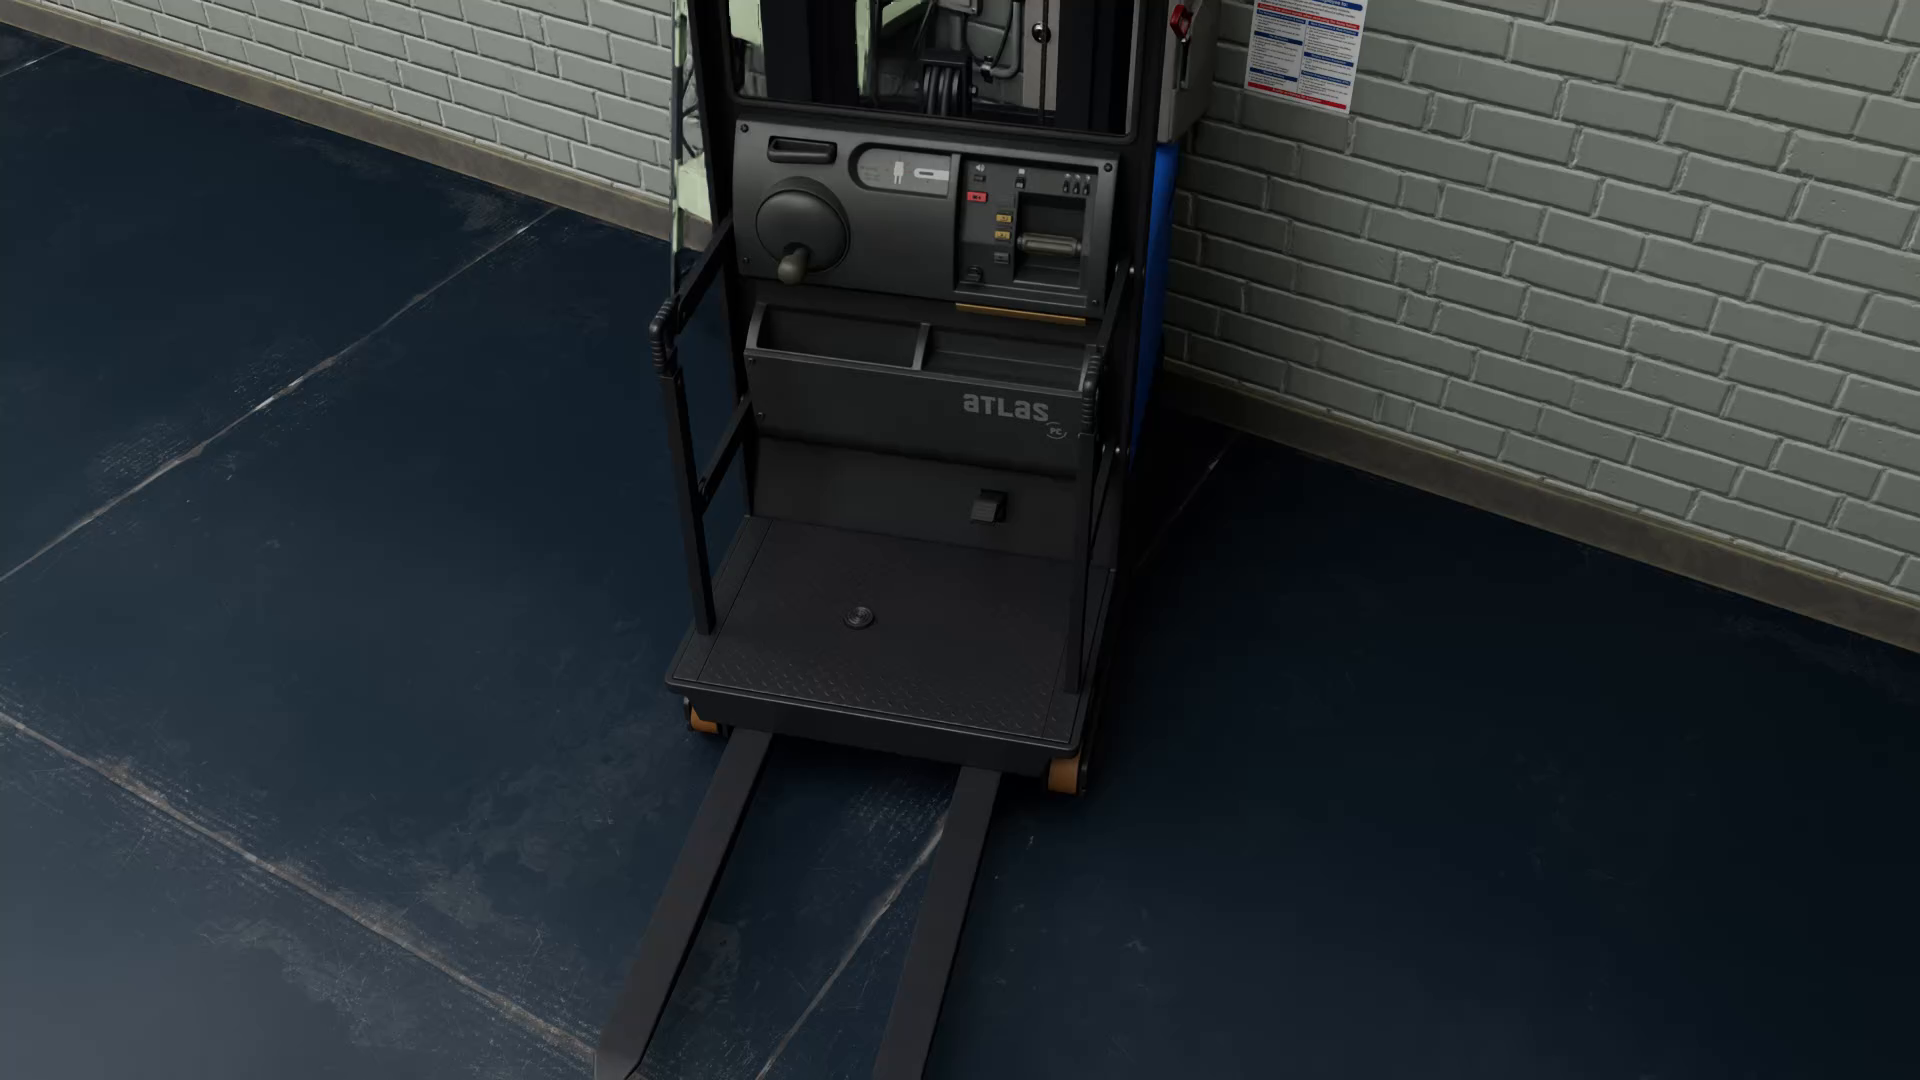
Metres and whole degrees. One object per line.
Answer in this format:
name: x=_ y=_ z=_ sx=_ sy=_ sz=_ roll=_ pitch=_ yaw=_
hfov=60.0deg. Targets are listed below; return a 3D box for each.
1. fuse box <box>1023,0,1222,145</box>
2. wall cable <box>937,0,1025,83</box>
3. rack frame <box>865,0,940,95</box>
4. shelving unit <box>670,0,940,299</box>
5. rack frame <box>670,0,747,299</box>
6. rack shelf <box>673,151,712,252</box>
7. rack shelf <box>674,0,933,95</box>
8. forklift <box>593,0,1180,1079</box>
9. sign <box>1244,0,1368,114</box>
fuse box: x=0.456 y=-1.073 z=5.174 sx=0.539 sy=1.711 sz=0.414 roll=21 pitch=45 yaw=22
wall cable: x=-0.056 y=-2.254 z=4.771 sx=0.588 sy=1.984 sz=0.122 roll=21 pitch=45 yaw=22
rack frame: x=-0.236 y=-1.220 z=5.531 sx=0.023 sy=1.500 sz=0.400 roll=26 pitch=44 yaw=17
shelving unit: x=-0.551 y=-1.370 z=5.638 sx=0.755 sy=1.500 sz=0.431 roll=26 pitch=44 yaw=17
rack frame: x=-0.867 y=-1.521 z=5.746 sx=0.023 sy=1.500 sz=0.400 roll=26 pitch=44 yaw=17
rack shelf: x=-0.592 y=-1.131 z=5.856 sx=0.720 sy=0.370 sz=0.431 roll=26 pitch=44 yaw=17
rack shelf: x=-0.503 y=-1.657 z=5.378 sx=0.720 sy=0.370 sz=0.431 roll=26 pitch=44 yaw=17
forklift: x=-0.137 y=-0.694 z=3.821 sx=1.130 sy=2.935 sz=3.031 roll=8 pitch=42 yaw=9
sign: x=0.987 y=-1.476 z=4.729 sx=0.329 sy=0.494 sz=0.001 roll=21 pitch=45 yaw=22
